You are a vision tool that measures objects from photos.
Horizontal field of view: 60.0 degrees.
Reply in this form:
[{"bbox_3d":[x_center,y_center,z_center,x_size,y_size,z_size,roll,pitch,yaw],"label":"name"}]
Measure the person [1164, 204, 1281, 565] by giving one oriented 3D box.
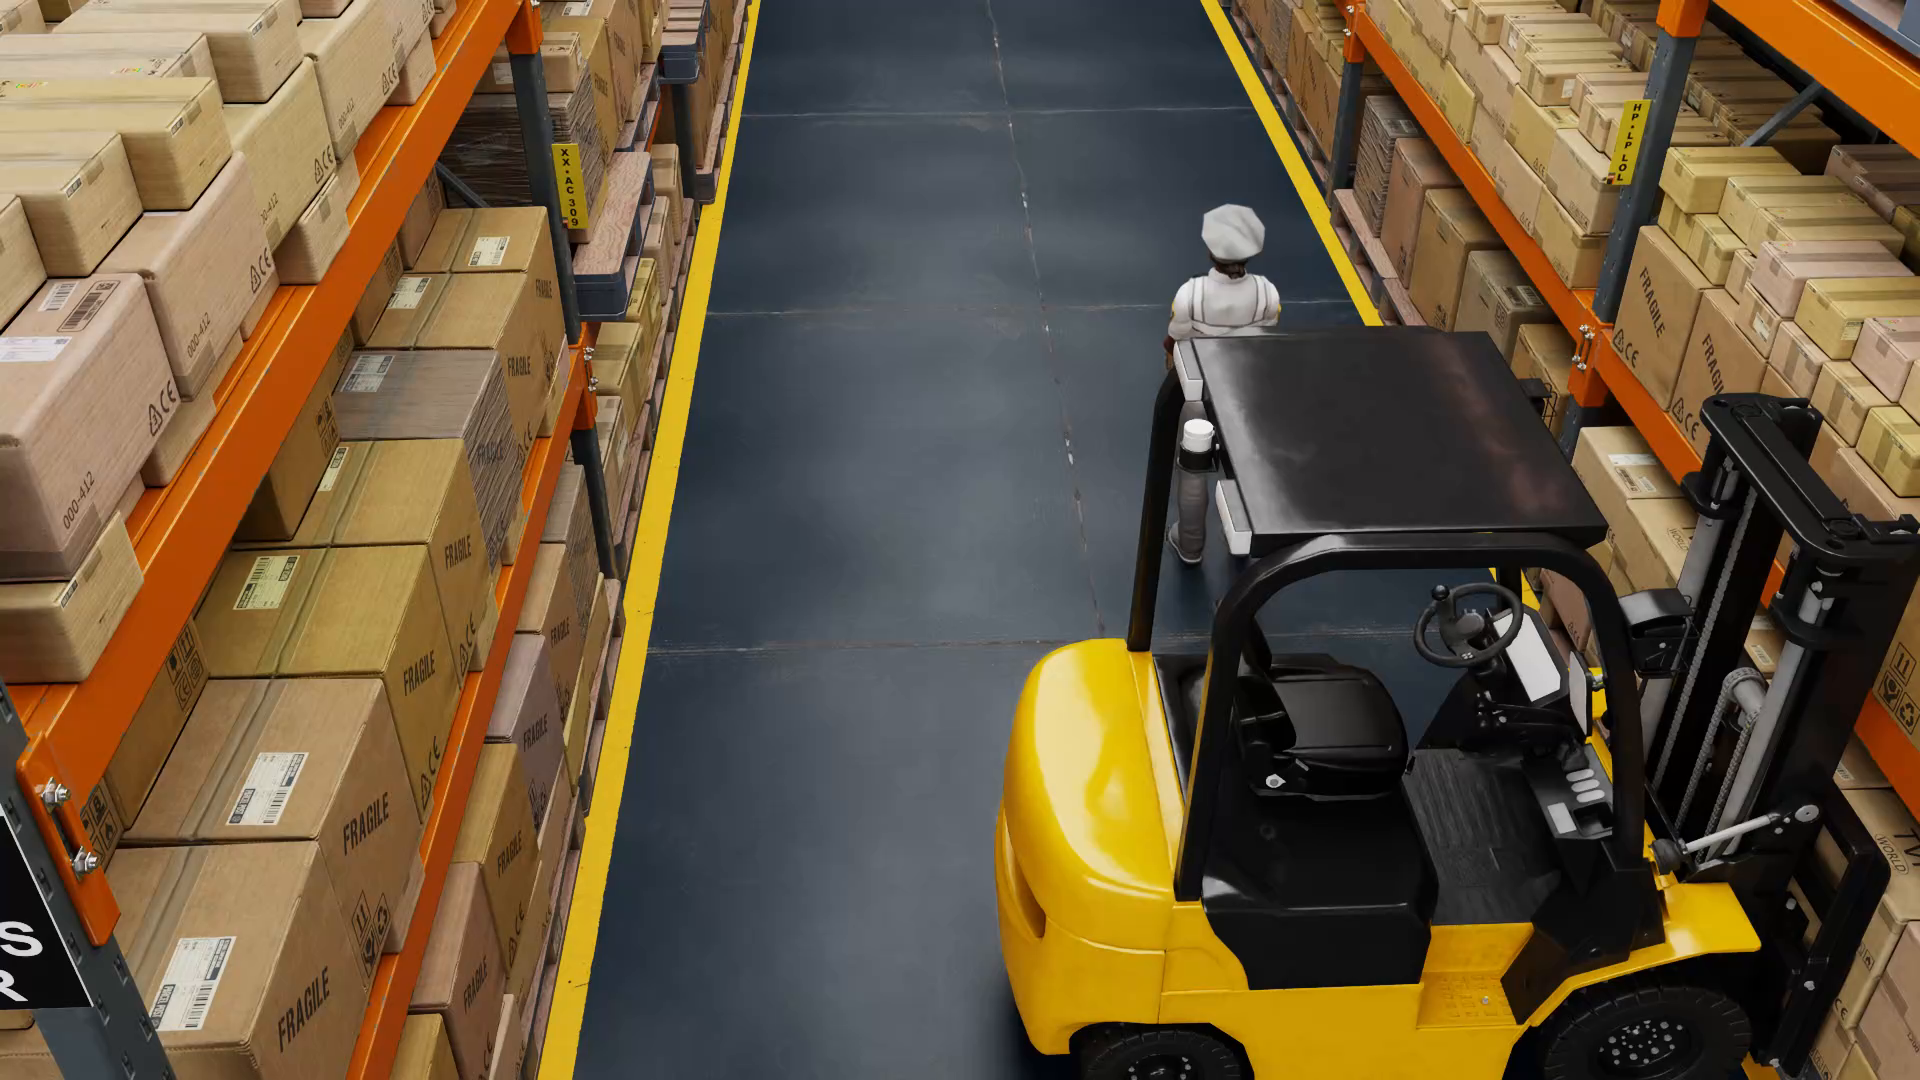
[{"bbox_3d":[1.089,-0.648,7.019,0.491,1.703,0.500,0,35,1],"label":"person"}]
